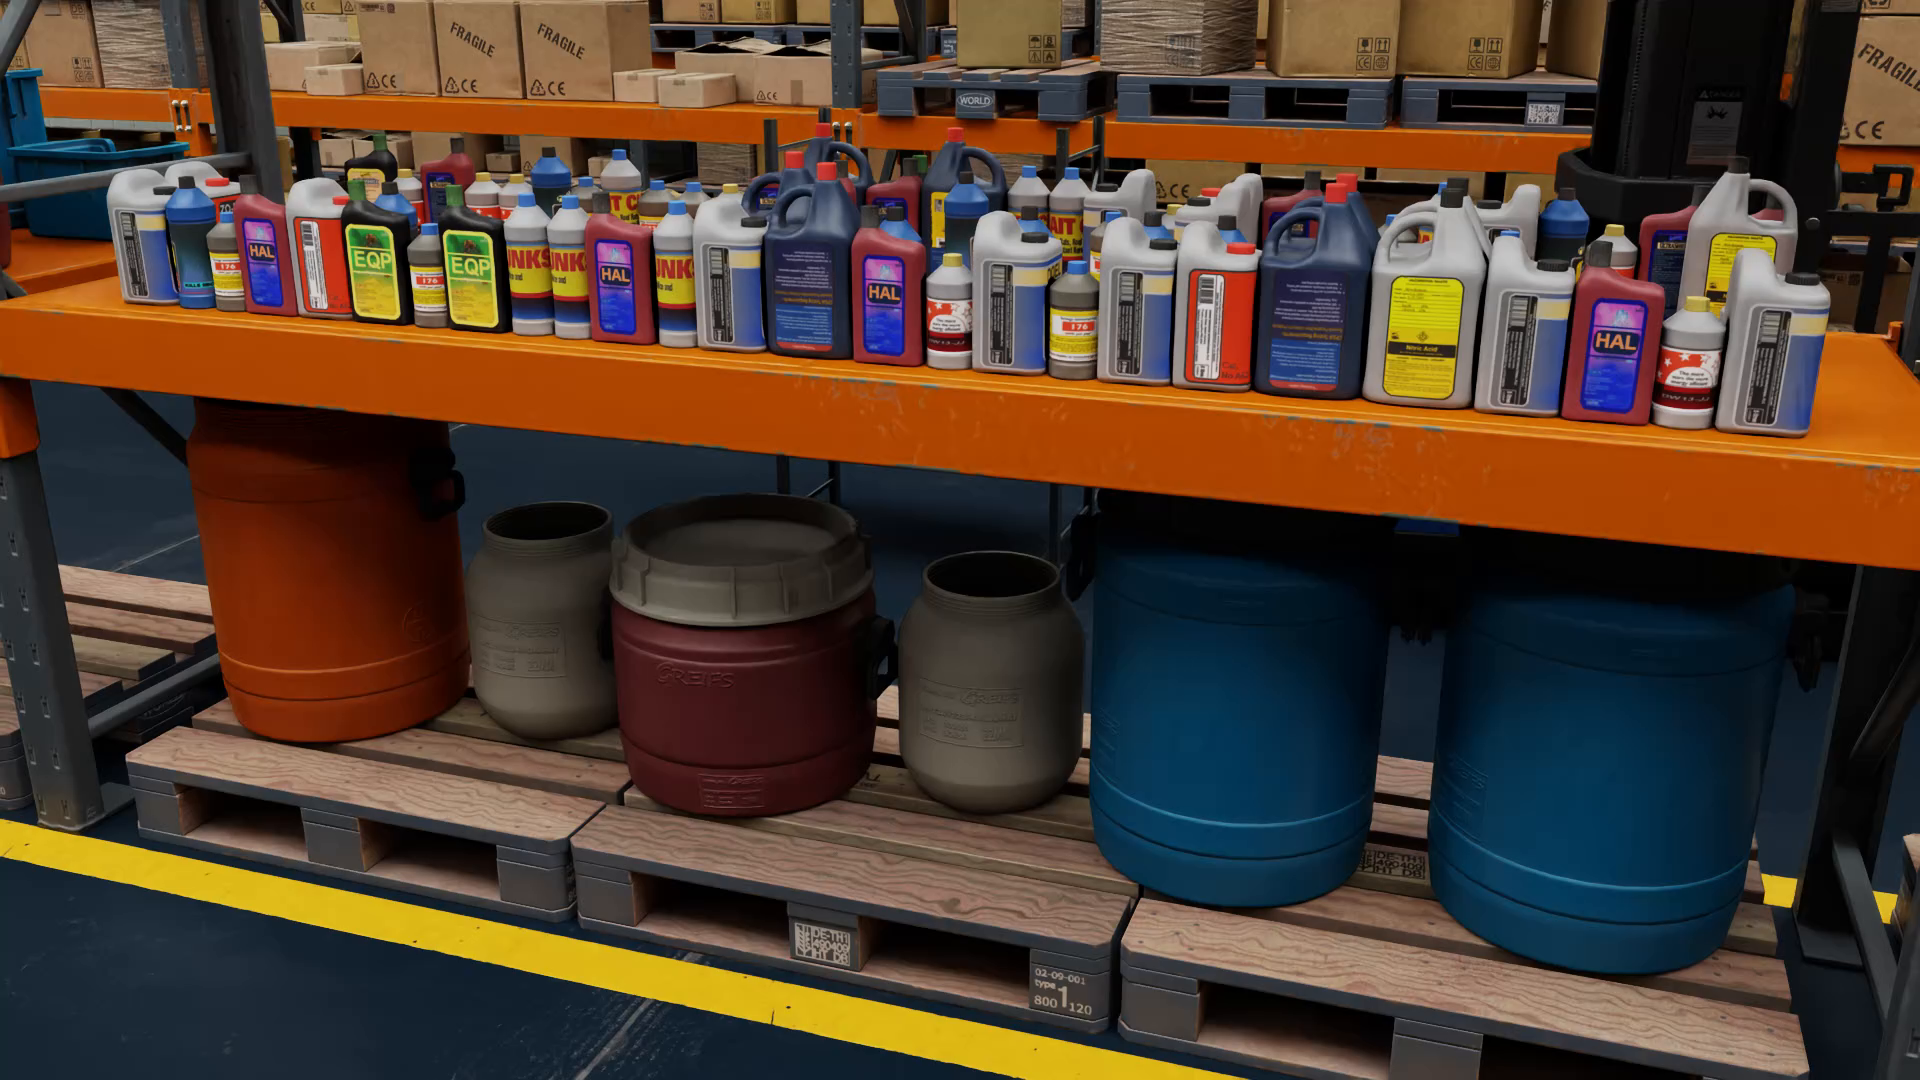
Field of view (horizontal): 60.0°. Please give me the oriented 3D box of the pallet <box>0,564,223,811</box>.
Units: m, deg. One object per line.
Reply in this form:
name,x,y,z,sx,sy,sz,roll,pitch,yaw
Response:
pallet,-2.746,0.358,4.728,1.213,0.211,1.003,7,20,18

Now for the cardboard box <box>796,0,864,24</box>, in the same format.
cardboard box,-0.927,-4.441,13.438,0.500,0.500,0.700,10,21,26

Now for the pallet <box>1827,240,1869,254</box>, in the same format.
pallet,5.695,-2.088,11.745,1.213,0.211,1.003,7,20,18

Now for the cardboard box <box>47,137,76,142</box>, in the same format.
cardboard box,-5.628,-2.181,10.176,0.500,0.500,0.500,7,20,18

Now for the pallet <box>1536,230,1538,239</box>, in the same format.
pallet,4.249,-2.254,12.222,1.213,0.211,1.003,7,20,18

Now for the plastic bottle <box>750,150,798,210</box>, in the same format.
plastic bottle,-0.425,-0.773,3.914,0.133,0.283,0.061,7,20,18

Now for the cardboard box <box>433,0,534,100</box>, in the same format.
cardboard box,-2.486,-2.683,9.063,0.500,0.500,0.500,7,20,18

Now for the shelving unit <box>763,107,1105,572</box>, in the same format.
shelving unit,-0.081,-0.717,5.856,1.048,1.500,0.538,7,20,18

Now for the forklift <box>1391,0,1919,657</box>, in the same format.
forklift,2.724,-1.195,5.053,3.031,2.935,1.130,4,20,11

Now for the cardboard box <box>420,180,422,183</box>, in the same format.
cardboard box,-3.206,-1.990,9.916,0.500,0.311,0.500,7,20,20

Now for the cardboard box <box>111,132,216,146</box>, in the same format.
cardboard box,-4.987,-2.288,10.482,0.500,0.500,0.500,7,20,18

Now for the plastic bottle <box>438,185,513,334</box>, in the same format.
plastic bottle,-0.958,-0.557,3.294,0.133,0.283,0.061,7,20,18

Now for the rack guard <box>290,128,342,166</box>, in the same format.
rack guard,-6.261,-3.619,15.698,0.348,0.500,1.175,7,20,18

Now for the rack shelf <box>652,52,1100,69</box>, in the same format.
rack shelf,-0.665,-3.819,13.569,4.000,0.370,1.077,7,20,18

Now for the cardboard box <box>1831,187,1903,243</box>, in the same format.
cardboard box,6.149,-2.361,11.452,0.500,0.500,0.700,6,20,18

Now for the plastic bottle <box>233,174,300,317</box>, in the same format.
plastic bottle,-1.429,-0.611,3.448,0.133,0.283,0.061,7,20,18

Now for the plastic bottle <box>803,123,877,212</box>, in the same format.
plastic bottle,-0.289,-0.775,3.817,0.185,0.351,0.144,7,20,18

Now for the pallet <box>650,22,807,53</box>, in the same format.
pallet,-1.880,-4.157,13.735,1.213,0.211,1.003,7,20,18

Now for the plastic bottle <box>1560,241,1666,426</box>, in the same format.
plastic bottle,1.039,-0.328,2.639,0.133,0.283,0.061,7,20,18

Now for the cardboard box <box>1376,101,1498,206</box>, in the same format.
cardboard box,3.505,-2.819,12.234,0.750,0.750,0.750,7,20,20

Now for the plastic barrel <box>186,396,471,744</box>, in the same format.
plastic barrel,-1.560,0.011,4.146,0.708,0.830,0.600,7,20,18

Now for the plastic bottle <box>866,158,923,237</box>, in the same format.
plastic bottle,-0.145,-0.720,3.761,0.133,0.283,0.061,7,20,18

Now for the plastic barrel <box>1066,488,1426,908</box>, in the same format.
plastic barrel,0.574,0.221,3.434,0.708,0.901,0.600,7,20,18

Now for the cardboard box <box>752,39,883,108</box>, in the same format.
cardboard box,-0.727,-2.413,8.578,0.500,0.311,0.500,8,21,21

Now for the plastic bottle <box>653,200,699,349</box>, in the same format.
plastic bottle,-0.533,-0.509,3.175,0.097,0.271,0.097,0,19,0

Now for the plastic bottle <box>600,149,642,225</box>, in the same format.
plastic bottle,-0.816,-0.806,4.026,0.097,0.271,0.097,0,19,0

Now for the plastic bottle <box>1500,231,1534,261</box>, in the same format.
plastic bottle,1.070,-0.504,3.267,0.097,0.201,0.097,0,19,0

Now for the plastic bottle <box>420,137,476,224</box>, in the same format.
plastic bottle,-1.287,-0.872,4.197,0.133,0.283,0.061,7,20,18

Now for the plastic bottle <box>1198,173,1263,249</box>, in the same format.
plastic bottle,0.564,-0.641,3.545,0.135,0.276,0.152,7,20,18

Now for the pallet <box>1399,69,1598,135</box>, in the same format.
pallet,2.661,-2.000,7.548,1.213,0.211,1.003,7,20,18

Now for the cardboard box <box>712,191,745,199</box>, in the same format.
cardboard box,-1.296,-1.769,9.282,0.500,0.311,0.500,6,20,17

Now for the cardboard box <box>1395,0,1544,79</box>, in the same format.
cardboard box,2.336,-2.391,7.589,0.500,0.500,0.700,10,22,27

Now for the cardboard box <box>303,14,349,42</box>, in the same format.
cardboard box,-5.481,-4.543,14.749,0.500,0.250,0.500,6,20,16

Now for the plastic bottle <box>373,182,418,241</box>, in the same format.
plastic bottle,-1.167,-0.603,3.443,0.097,0.271,0.097,0,19,0

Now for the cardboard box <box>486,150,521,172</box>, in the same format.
cardboard box,-4.059,-3.416,14.981,0.250,0.149,0.380,5,20,14

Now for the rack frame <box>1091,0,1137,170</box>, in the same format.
rack frame,1.224,-3.943,12.831,0.127,3.000,1.000,7,20,18

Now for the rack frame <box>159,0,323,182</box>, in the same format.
rack frame,-4.177,-2.835,9.651,0.127,3.000,1.000,7,20,18

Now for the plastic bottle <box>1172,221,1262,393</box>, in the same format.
plastic bottle,0.451,-0.408,2.878,0.135,0.276,0.152,7,20,18

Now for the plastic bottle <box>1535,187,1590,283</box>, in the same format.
plastic bottle,1.212,-0.574,3.361,0.097,0.271,0.097,0,19,0

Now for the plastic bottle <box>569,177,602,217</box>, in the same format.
plastic bottle,-0.908,-0.783,4.068,0.097,0.201,0.097,0,19,0

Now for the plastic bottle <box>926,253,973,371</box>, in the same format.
plastic bottle,-0.013,-0.416,3.016,0.097,0.201,0.097,0,19,0

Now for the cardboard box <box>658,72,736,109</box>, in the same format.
cardboard box,-1.338,-2.295,8.485,0.250,0.149,0.380,7,20,18

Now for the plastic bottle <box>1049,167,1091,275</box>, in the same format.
plastic bottle,0.245,-0.684,3.678,0.097,0.271,0.097,0,19,0

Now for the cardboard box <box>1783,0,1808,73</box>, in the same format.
cardboard box,5.509,-3.589,11.359,0.700,0.700,0.980,7,20,19

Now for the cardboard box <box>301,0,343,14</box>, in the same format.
cardboard box,-5.517,-4.898,14.630,0.500,0.500,0.500,7,20,18

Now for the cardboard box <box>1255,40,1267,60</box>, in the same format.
cardboard box,2.195,-3.653,12.349,0.250,0.149,0.380,6,20,18

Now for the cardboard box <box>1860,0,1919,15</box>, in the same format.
cardboard box,3.733,-2.351,6.594,0.500,0.500,0.500,7,20,19

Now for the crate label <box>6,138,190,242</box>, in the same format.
crate label,-2.302,-0.946,4.486,0.416,0.233,0.303,7,20,18

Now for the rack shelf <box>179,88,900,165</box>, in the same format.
rack shelf,-2.287,-2.279,9.149,4.000,0.370,1.077,7,20,18

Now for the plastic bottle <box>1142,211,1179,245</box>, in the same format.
plastic bottle,0.348,-0.461,3.038,0.097,0.271,0.097,0,19,0
